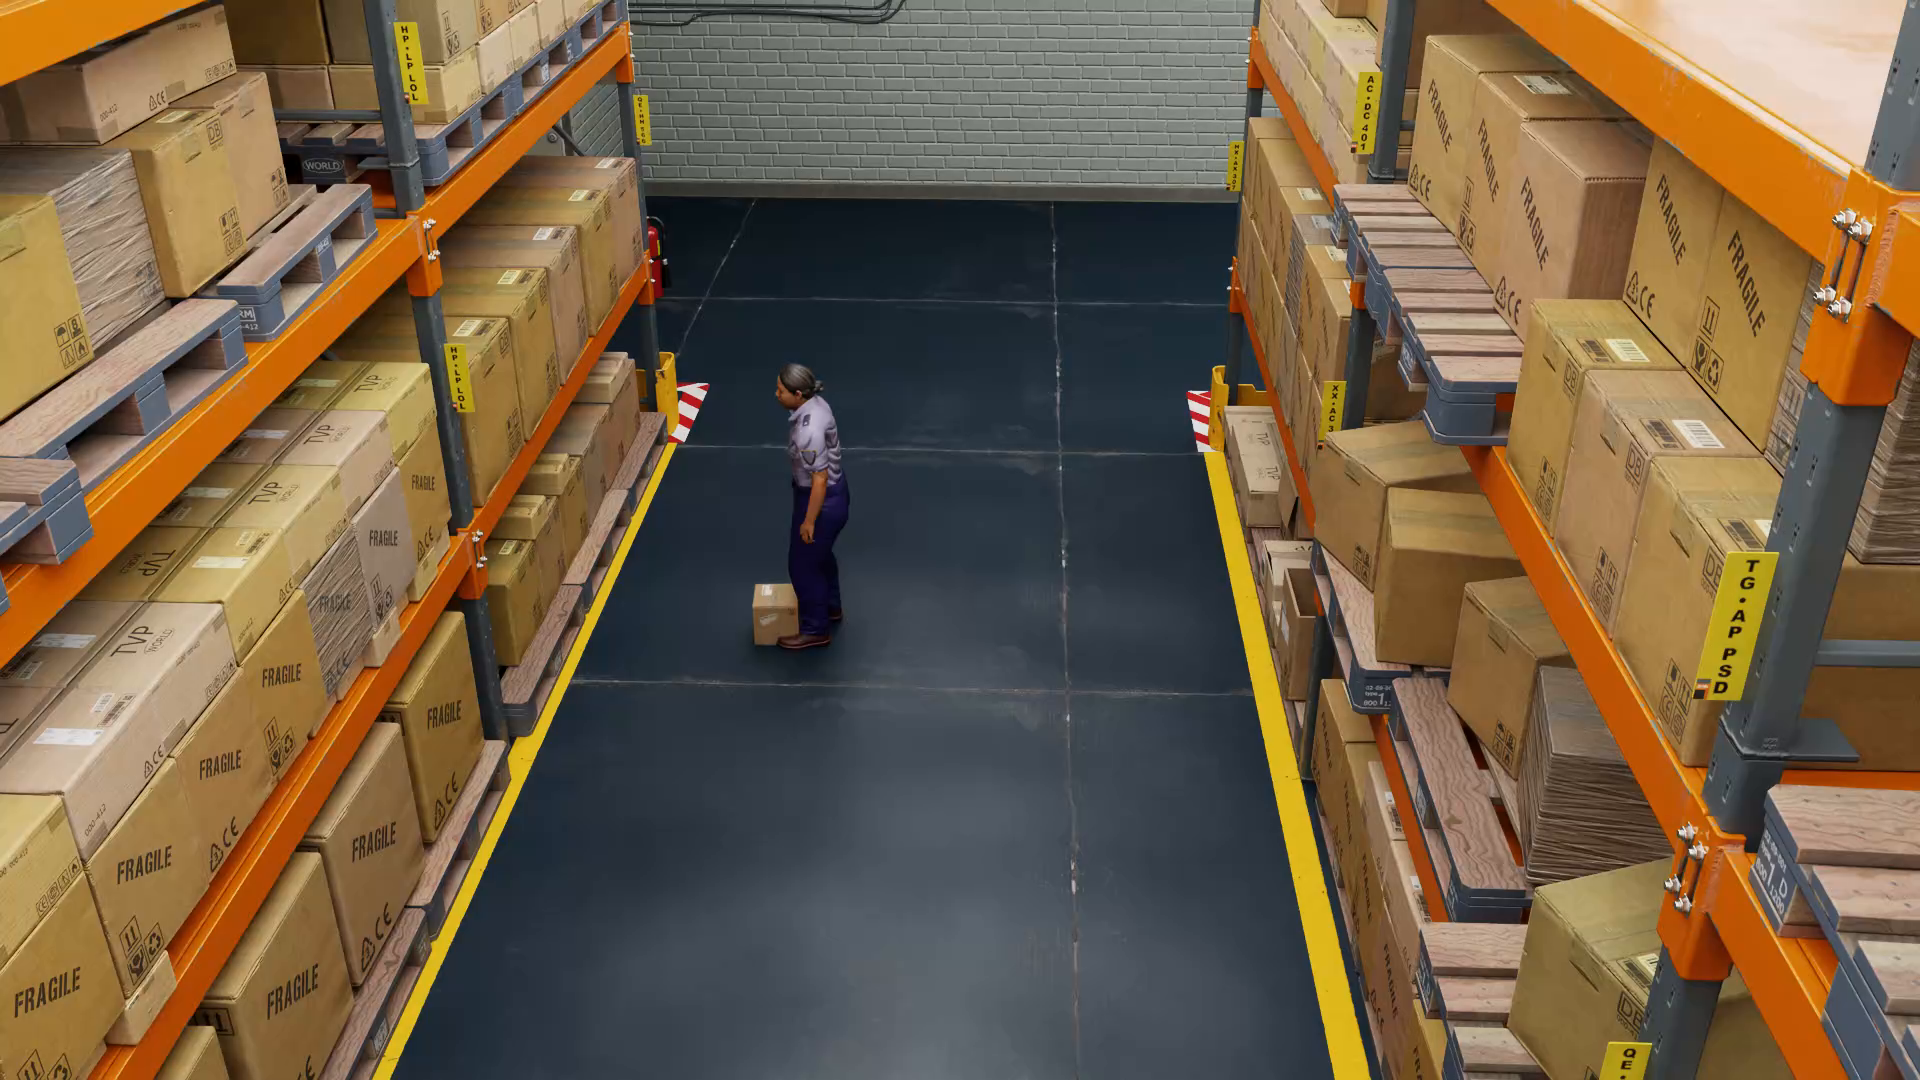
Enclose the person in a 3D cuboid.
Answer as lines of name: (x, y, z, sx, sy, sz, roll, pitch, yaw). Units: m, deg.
person: (-0.813, -0.197, 9.003, 0.426, 1.647, 0.560, -1, 28, -1)
